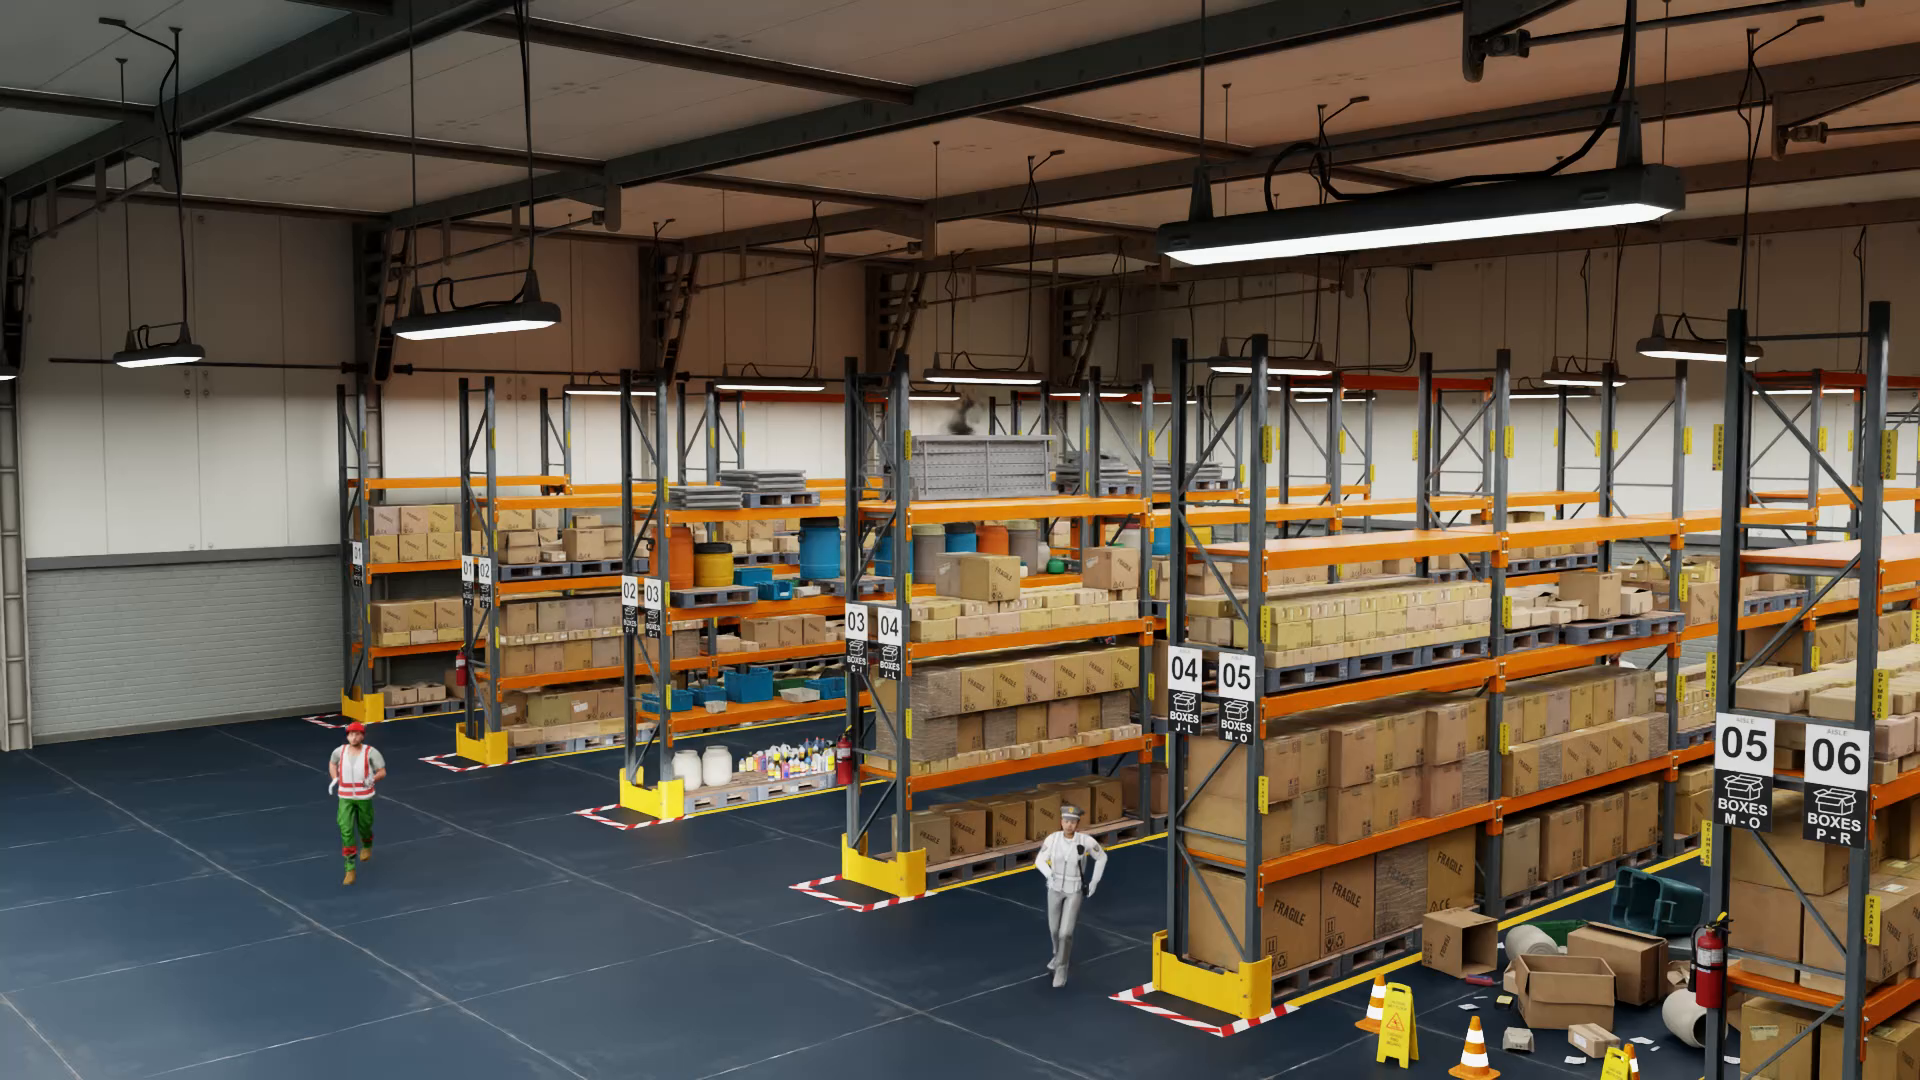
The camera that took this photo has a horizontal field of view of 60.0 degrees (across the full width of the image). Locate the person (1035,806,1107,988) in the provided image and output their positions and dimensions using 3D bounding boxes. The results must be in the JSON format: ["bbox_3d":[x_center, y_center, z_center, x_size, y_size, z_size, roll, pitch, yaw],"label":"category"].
[{"bbox_3d":[1.024,3.314,15.565,0.637,1.720,0.688,1,4,19],"label":"person"}]

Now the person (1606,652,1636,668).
[{"bbox_3d":[10.435,2.553,26.578,0.684,1.780,0.705,4,5,43],"label":"person"}]

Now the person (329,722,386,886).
[{"bbox_3d":[-6.984,2.994,19.254,0.654,1.796,0.994,-1,4,-12],"label":"person"}]
